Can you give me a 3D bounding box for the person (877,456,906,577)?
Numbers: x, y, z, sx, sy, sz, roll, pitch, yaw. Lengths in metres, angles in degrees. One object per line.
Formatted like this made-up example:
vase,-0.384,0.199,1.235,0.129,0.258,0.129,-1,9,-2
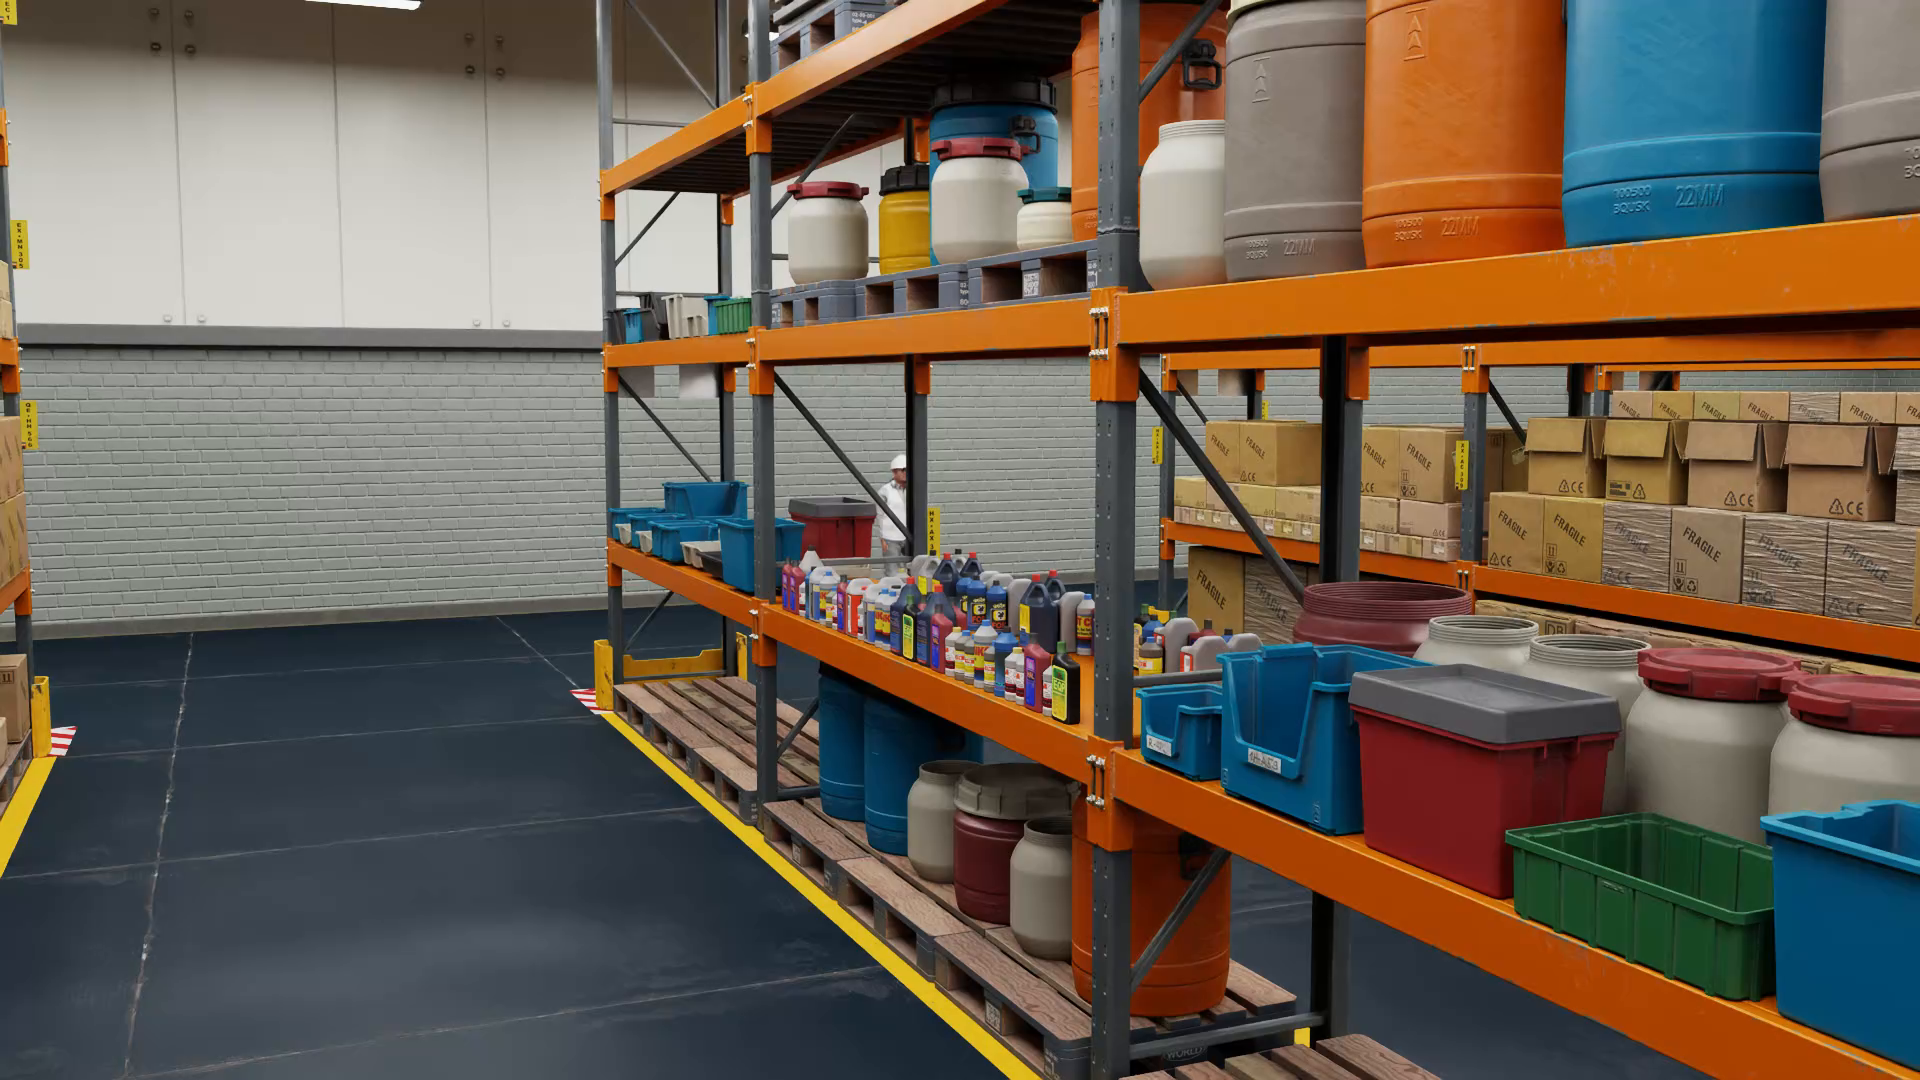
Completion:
person,-0.607,-0.006,17.548,0.531,1.768,0.358,-2,6,-22
